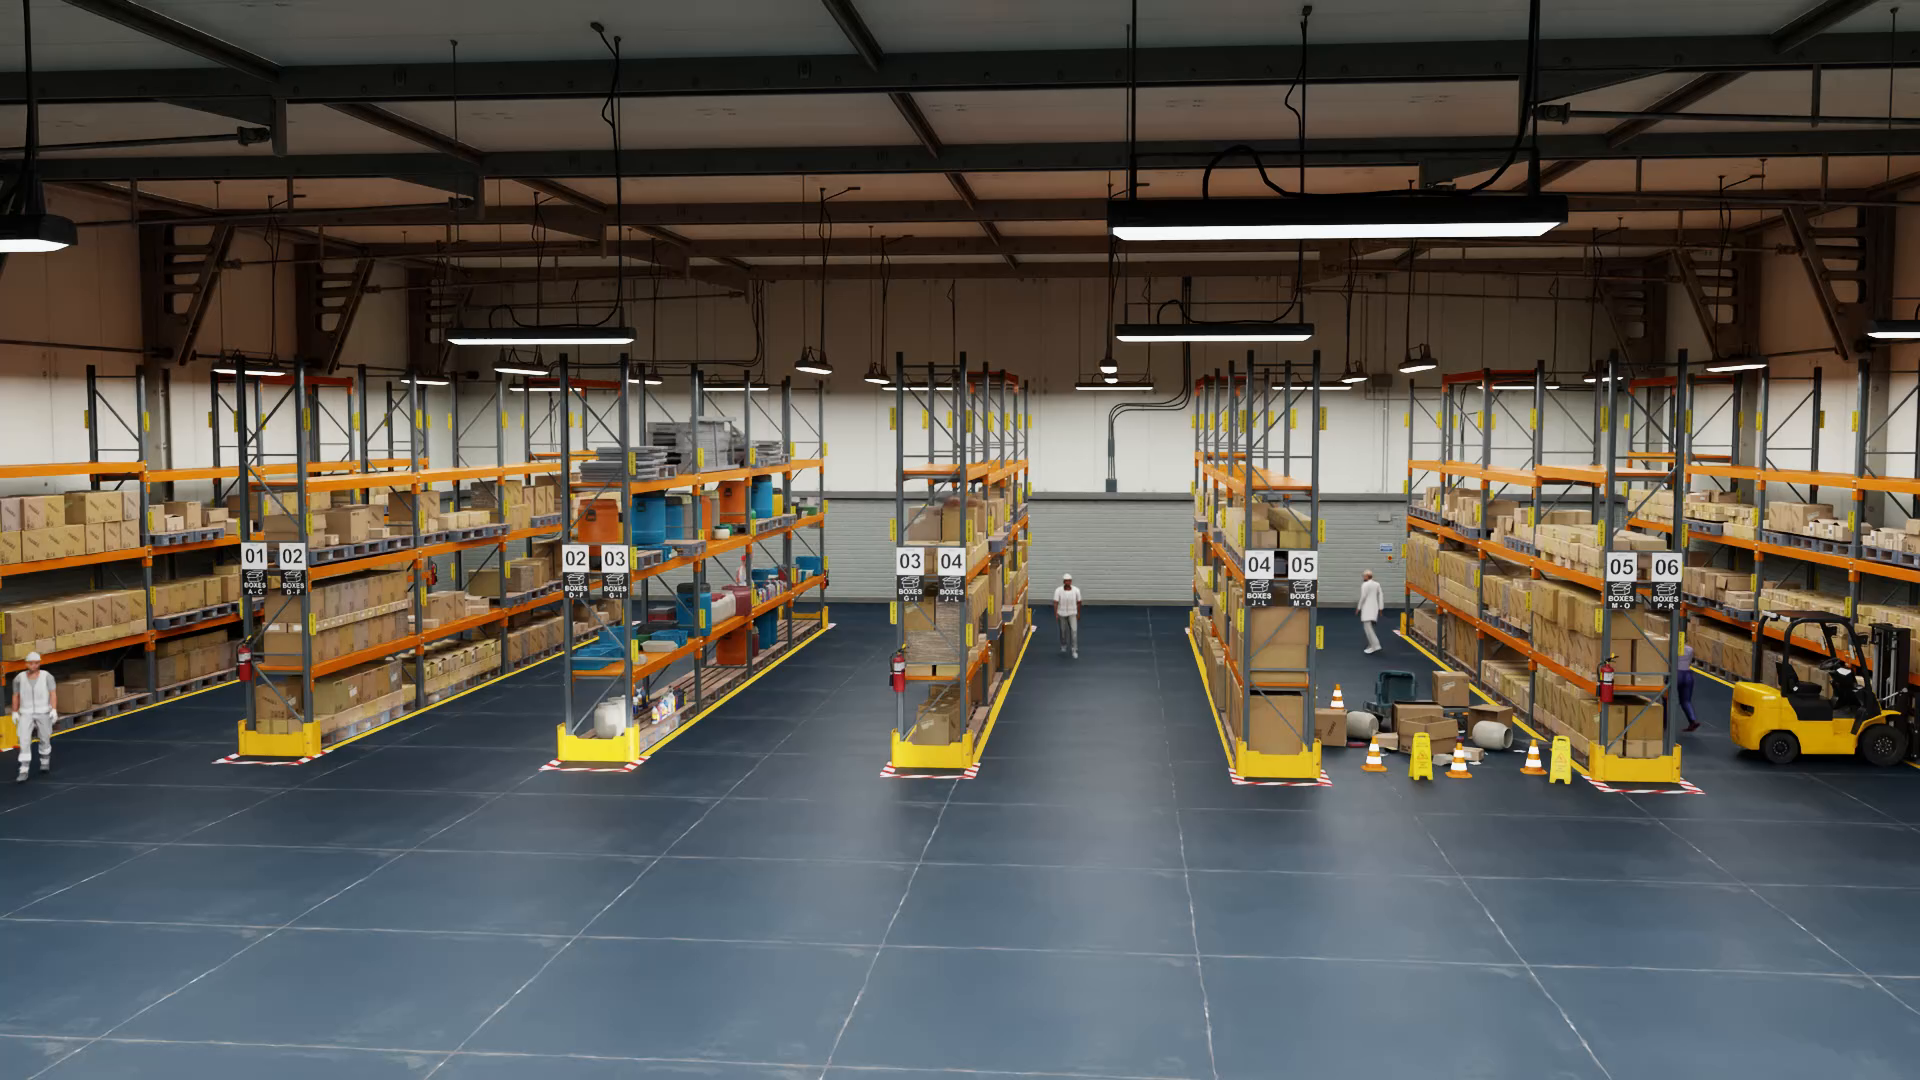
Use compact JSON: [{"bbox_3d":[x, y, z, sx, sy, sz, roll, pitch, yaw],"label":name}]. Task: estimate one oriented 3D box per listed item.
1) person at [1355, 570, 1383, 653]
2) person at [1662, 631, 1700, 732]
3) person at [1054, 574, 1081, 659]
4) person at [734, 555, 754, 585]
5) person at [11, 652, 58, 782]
[{"bbox_3d":[8.978,1.559,36.140,0.665,1.792,0.652,-4,5,-41],"label":"person"},{"bbox_3d":[11.680,2.279,26.925,0.471,1.612,0.850,-1,4,-11],"label":"person"},{"bbox_3d":[2.304,1.601,35.533,0.609,1.752,0.926,0,4,0],"label":"person"},{"bbox_3d":[-5.268,1.224,40.795,0.512,1.739,1.078,2,4,22],"label":"person"},{"bbox_3d":[-13.027,2.451,23.399,0.580,1.753,0.937,-2,5,-27],"label":"person"}]
